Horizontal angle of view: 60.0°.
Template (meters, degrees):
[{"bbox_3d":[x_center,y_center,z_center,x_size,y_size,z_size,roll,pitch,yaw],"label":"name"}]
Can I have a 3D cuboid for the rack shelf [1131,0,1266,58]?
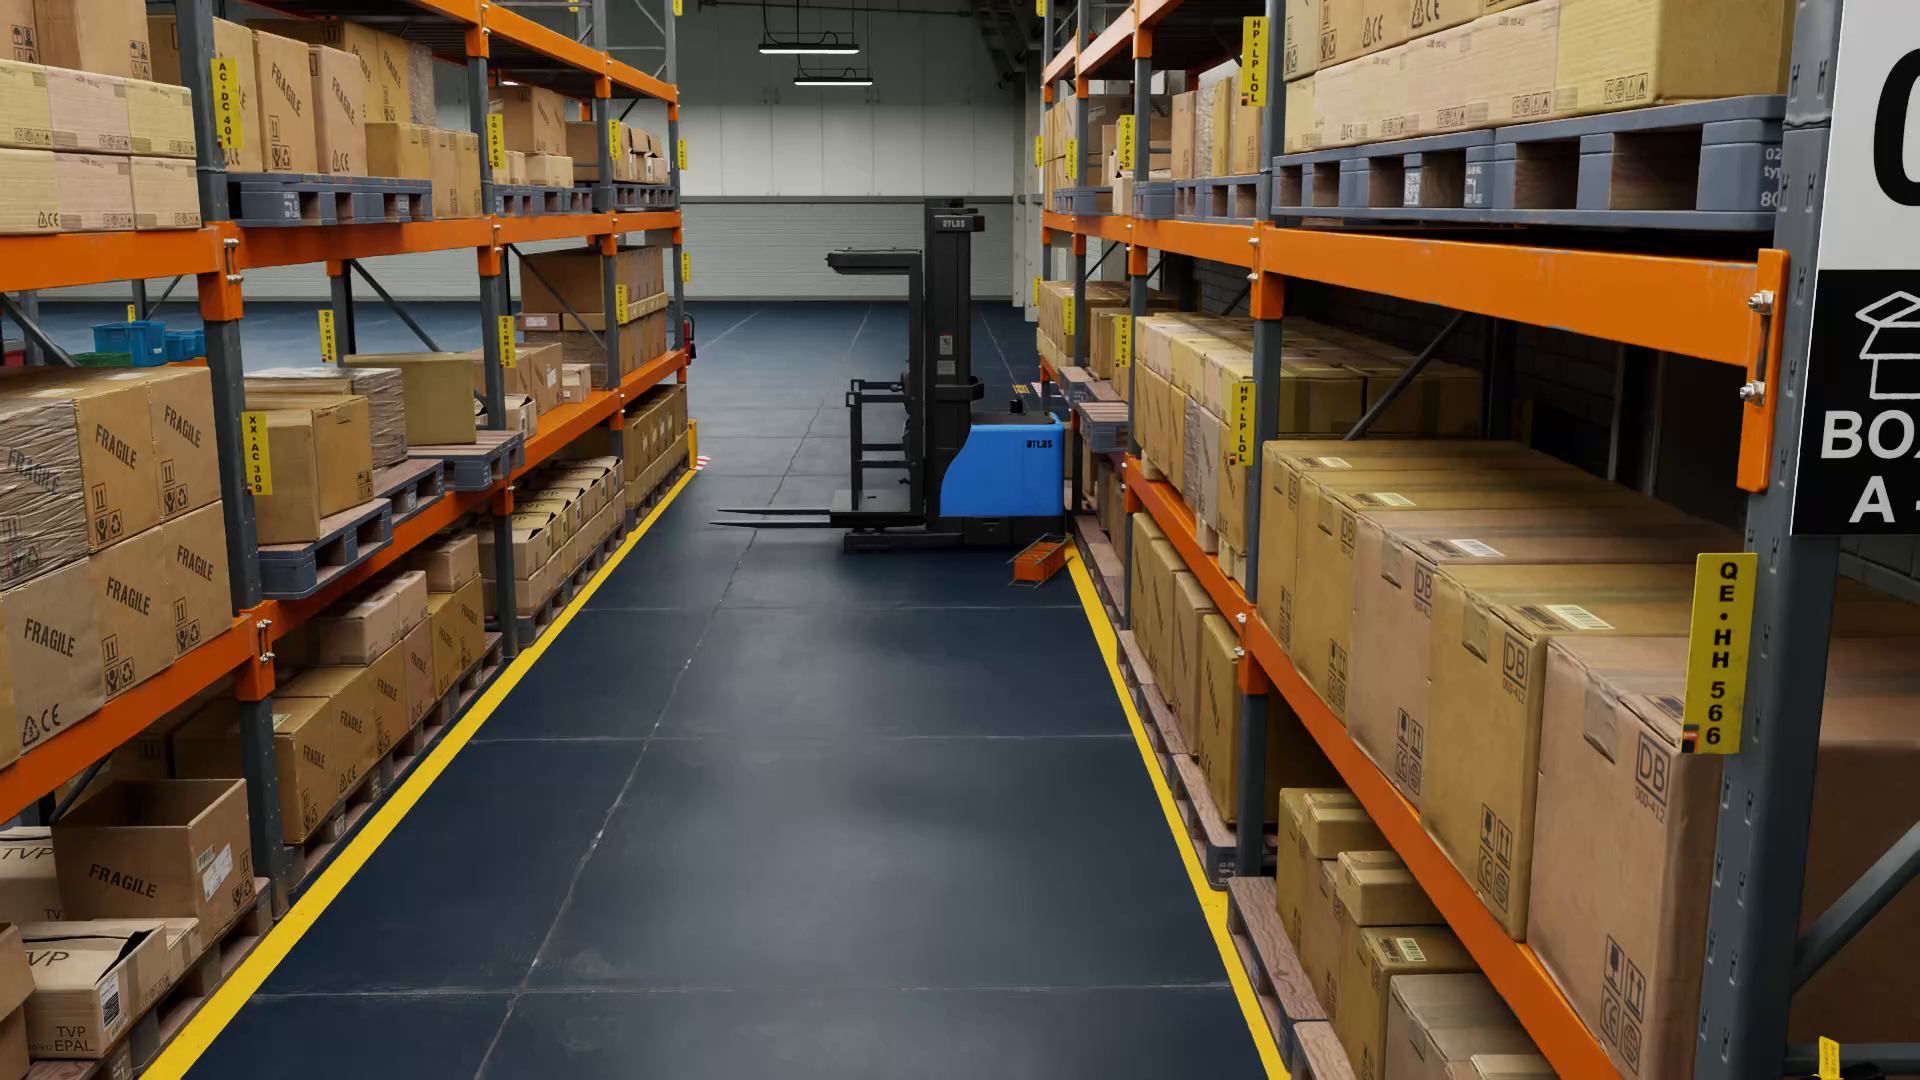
[{"bbox_3d":[1.616,-2.720,8.147,1.077,0.370,4.000,0,11,-1],"label":"rack shelf"}]

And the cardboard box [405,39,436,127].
[{"bbox_3d":[-3.375,-2.627,9.653,0.500,0.500,0.500,0,11,-1],"label":"cardboard box"}]

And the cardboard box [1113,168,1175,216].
[{"bbox_3d":[1.290,-2.304,11.000,0.500,0.311,0.500,0,11,-1],"label":"cardboard box"}]

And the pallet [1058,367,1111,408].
[{"bbox_3d":[1.362,-1.274,13.778,1.003,0.211,1.213,0,11,-1],"label":"pallet"}]

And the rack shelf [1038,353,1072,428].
[{"bbox_3d":[1.451,-1.566,16.542,1.077,0.370,4.000,0,11,-1],"label":"rack shelf"}]

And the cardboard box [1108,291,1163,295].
[{"bbox_3d":[1.680,-2.121,15.910,0.500,0.500,0.500,0,11,0],"label":"cardboard box"}]

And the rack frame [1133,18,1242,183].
[{"bbox_3d":[1.575,-3.666,9.995,1.000,3.000,0.127,0,11,-1],"label":"rack frame"}]

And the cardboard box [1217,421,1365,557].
[{"bbox_3d":[1.396,-0.226,7.078,0.500,0.500,0.500,0,11,-2],"label":"cardboard box"}]

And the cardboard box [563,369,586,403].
[{"bbox_3d":[-3.259,-1.260,13.563,0.396,0.266,0.258,-1,11,-3],"label":"cardboard box"}]

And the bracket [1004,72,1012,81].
[{"bbox_3d":[1.323,-12.764,45.789,0.235,0.232,0.430,0,11,-1],"label":"bracket"}]

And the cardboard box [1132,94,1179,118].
[{"bbox_3d":[1.768,-3.638,14.587,0.500,0.500,0.500,0,11,0],"label":"cardboard box"}]

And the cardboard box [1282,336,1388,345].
[{"bbox_3d":[1.869,-0.903,8.527,0.500,0.250,0.500,-1,11,-2],"label":"cardboard box"}]

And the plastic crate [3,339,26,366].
[{"bbox_3d":[-8.097,-1.416,13.836,0.402,0.464,0.583,0,11,-1],"label":"plastic crate"}]

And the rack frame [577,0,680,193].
[{"bbox_3d":[-3.543,-5.235,17.730,1.000,3.000,0.127,0,11,-1],"label":"rack frame"}]

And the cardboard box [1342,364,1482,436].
[{"bbox_3d":[1.908,-0.595,7.012,0.500,0.250,0.500,0,11,1],"label":"cardboard box"}]

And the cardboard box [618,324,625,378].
[{"bbox_3d":[-3.493,-1.742,15.349,0.700,0.500,0.500,0,11,-2],"label":"cardboard box"}]

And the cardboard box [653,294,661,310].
[{"bbox_3d":[-3.332,-2.484,17.375,0.380,0.149,0.250,0,11,-2],"label":"cardboard box"}]

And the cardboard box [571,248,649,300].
[{"bbox_3d":[-3.518,-2.672,16.669,0.700,0.500,0.500,0,11,-1],"label":"cardboard box"}]

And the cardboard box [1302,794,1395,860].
[{"bbox_3d":[1.395,0.989,5.741,0.380,0.149,0.250,0,11,1],"label":"cardboard box"}]

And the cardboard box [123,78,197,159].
[{"bbox_3d":[-3.014,-1.455,5.765,0.500,0.250,0.500,0,11,-1],"label":"cardboard box"}]

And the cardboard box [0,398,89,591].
[{"bbox_3d":[-3.002,-0.147,4.973,0.500,0.500,0.500,0,11,-1],"label":"cardboard box"}]

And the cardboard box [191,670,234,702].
[{"bbox_3d":[-3.594,0.905,7.736,0.500,0.500,0.500,0,11,-1],"label":"cardboard box"}]

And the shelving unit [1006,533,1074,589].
[{"bbox_3d":[0.650,0.158,13.286,0.258,0.189,1.200,4,12,18],"label":"shelving unit"}]

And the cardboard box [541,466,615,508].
[{"bbox_3d":[-3.148,-0.450,13.682,0.500,0.311,0.500,0,11,0],"label":"cardboard box"}]

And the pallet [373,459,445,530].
[{"bbox_3d":[-3.333,-0.224,8.602,1.003,0.211,1.213,0,11,-1],"label":"pallet"}]

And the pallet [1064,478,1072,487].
[{"bbox_3d":[1.415,-0.531,16.644,1.003,0.211,1.213,0,11,-1],"label":"pallet"}]

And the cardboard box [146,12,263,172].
[{"bbox_3d":[-3.232,-1.784,6.704,0.600,0.600,0.600,-1,12,-7],"label":"cardboard box"}]

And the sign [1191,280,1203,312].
[{"bbox_3d":[2.047,-2.091,14.411,0.100,0.325,0.005,0,11,-1],"label":"sign"}]

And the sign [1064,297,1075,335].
[{"bbox_3d":[0.950,-1.941,14.407,0.100,0.325,0.005,0,11,-1],"label":"sign"}]

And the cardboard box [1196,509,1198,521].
[{"bbox_3d":[1.385,-0.136,8.267,0.380,0.149,0.250,-1,11,-3],"label":"cardboard box"}]

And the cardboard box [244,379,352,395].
[{"bbox_3d":[-3.393,-0.515,8.247,0.700,0.500,0.500,-3,12,-16],"label":"cardboard box"}]

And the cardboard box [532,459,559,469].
[{"bbox_3d":[-3.701,-0.550,14.173,0.500,0.311,0.500,0,11,-1],"label":"cardboard box"}]

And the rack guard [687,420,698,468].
[{"bbox_3d":[-3.544,-1.075,18.599,1.175,0.500,0.348,0,11,-1],"label":"rack guard"}]

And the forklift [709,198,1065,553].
[{"bbox_3d":[-0.629,-1.434,14.254,3.031,2.935,1.130,0,11,-1],"label":"forklift"}]

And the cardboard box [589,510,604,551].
[{"bbox_3d":[-3.142,-0.075,13.241,0.500,0.250,0.500,0,11,0],"label":"cardboard box"}]

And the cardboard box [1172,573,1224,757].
[{"bbox_3d":[1.493,0.612,8.350,0.750,0.750,0.750,0,11,1],"label":"cardboard box"}]

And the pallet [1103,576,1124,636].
[{"bbox_3d":[1.560,0.486,11.635,1.003,0.211,1.213,0,11,-1],"label":"pallet"}]

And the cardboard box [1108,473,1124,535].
[{"bbox_3d":[1.585,-0.263,13.490,0.700,0.500,0.500,0,11,-2],"label":"cardboard box"}]

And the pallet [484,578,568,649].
[{"bbox_3d":[-3.356,0.498,11.573,1.003,0.211,1.213,0,11,-1],"label":"pallet"}]

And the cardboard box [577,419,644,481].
[{"bbox_3d":[-3.157,-0.819,15.025,0.500,0.500,0.500,0,11,-1],"label":"cardboard box"}]

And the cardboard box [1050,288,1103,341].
[{"bbox_3d":[1.146,-2.220,16.399,0.500,0.500,0.500,0,11,1],"label":"cardboard box"}]

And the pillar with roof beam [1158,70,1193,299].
[{"bbox_3d":[-2.015,-5.103,17.078,9.100,9.000,0.400,0,11,-1],"label":"pillar with roof beam"}]

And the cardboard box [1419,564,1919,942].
[{"bbox_3d":[1.693,0.472,3.936,0.980,0.700,0.700,0,11,-2],"label":"cardboard box"}]

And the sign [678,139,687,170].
[{"bbox_3d":[-3.000,-4.160,17.945,0.100,0.325,0.005,0,11,-1],"label":"sign"}]

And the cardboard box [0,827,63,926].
[{"bbox_3d":[-3.503,1.277,6.376,0.500,0.311,0.500,0,11,-1],"label":"cardboard box"}]

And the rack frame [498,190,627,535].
[{"bbox_3d":[-3.460,-1.500,14.407,1.000,3.000,0.127,0,11,-1],"label":"rack frame"}]

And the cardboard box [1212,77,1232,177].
[{"bbox_3d":[1.704,-2.149,8.705,0.700,0.500,0.500,0,11,2],"label":"cardboard box"}]

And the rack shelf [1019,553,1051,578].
[{"bbox_3d":[0.589,0.196,13.103,0.258,0.180,0.103,4,12,18],"label":"rack shelf"}]

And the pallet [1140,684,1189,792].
[{"bbox_3d":[1.538,1.040,8.903,1.003,0.211,1.213,0,11,-1],"label":"pallet"}]

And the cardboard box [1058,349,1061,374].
[{"bbox_3d":[1.177,-1.649,15.470,0.500,0.250,0.500,0,11,-1],"label":"cardboard box"}]

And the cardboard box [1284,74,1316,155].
[{"bbox_3d":[1.408,-1.443,5.655,0.500,0.250,0.500,0,11,-1],"label":"cardboard box"}]
